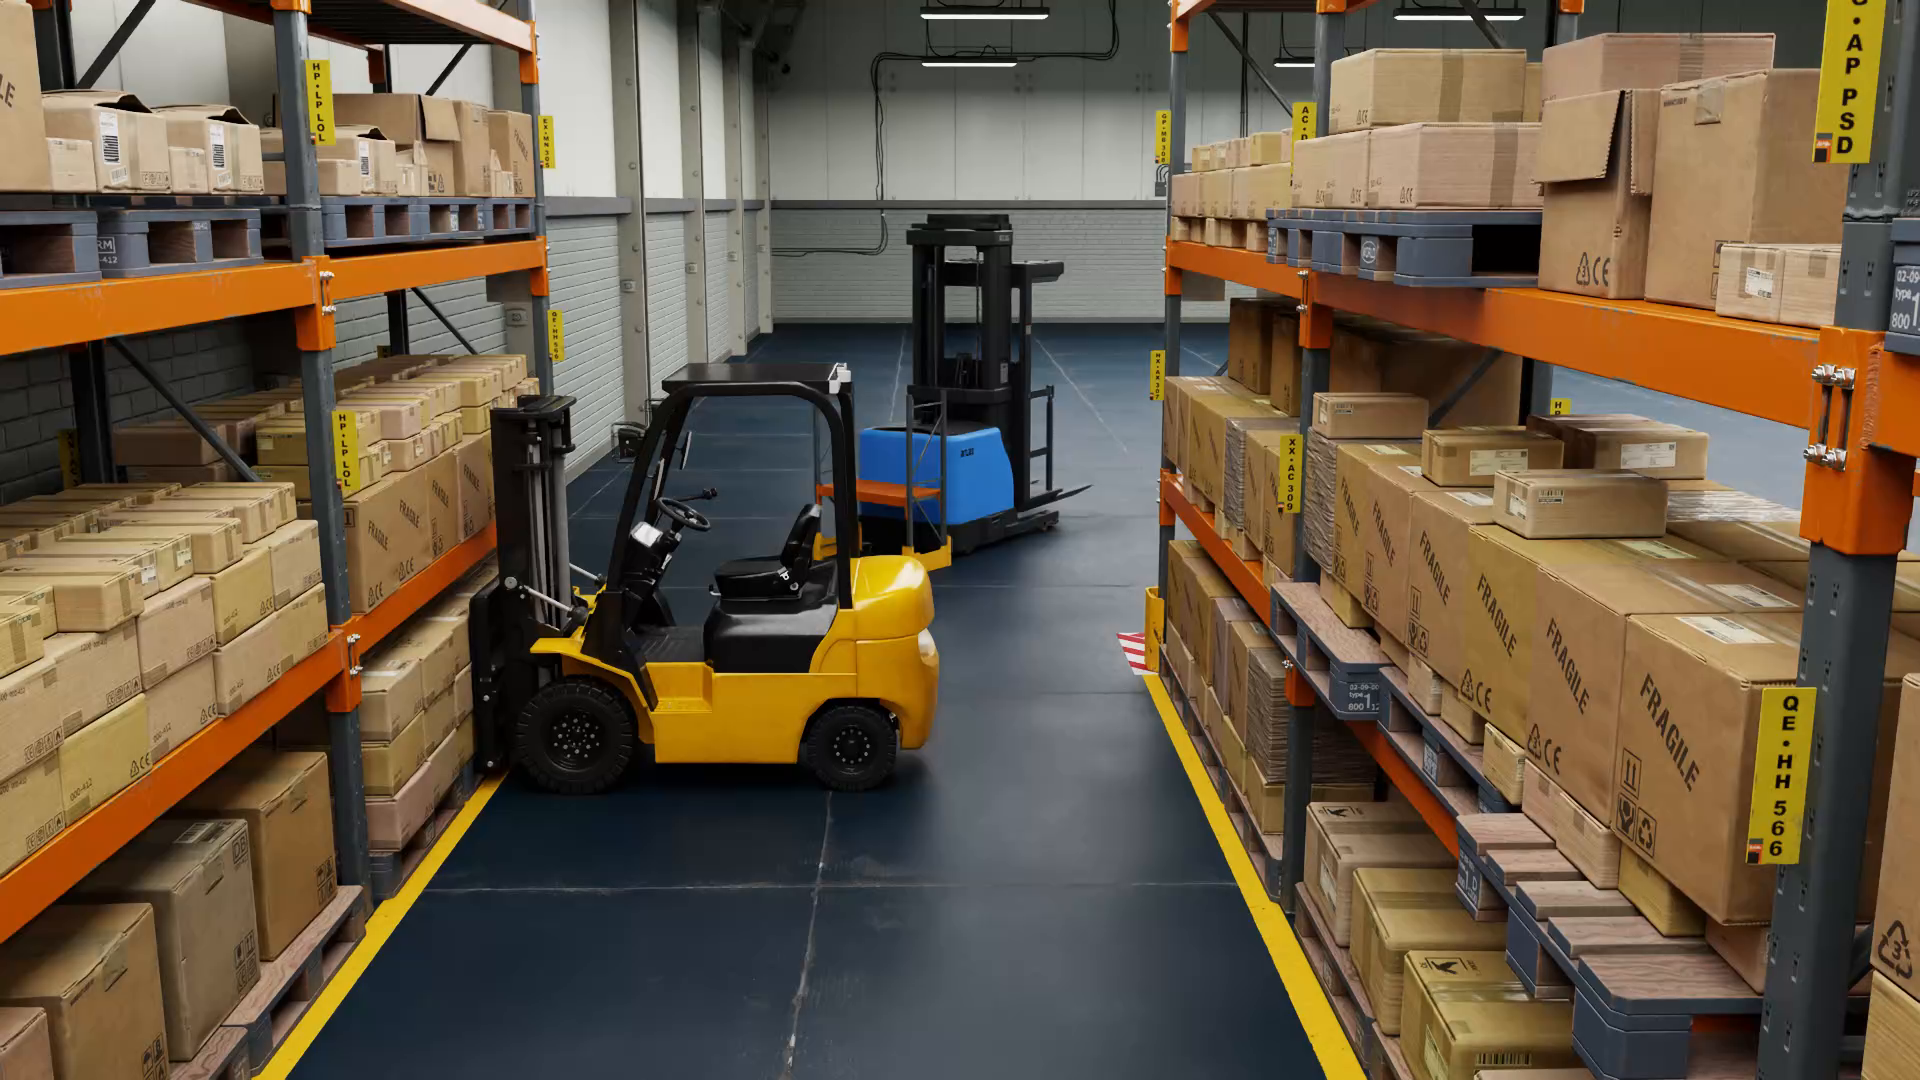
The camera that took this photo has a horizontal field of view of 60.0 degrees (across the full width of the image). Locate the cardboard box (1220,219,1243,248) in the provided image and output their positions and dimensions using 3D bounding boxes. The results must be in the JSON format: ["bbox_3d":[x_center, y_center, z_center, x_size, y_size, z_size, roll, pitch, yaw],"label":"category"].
[{"bbox_3d":[1.587,-1.618,8.771,0.380,0.149,0.250,-1,11,-3],"label":"cardboard box"}]

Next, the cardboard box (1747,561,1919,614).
[{"bbox_3d":[2.198,0.348,3.935,0.500,0.500,0.500,0,11,2],"label":"cardboard box"}]

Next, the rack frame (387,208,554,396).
[{"bbox_3d":[-3.134,-0.627,10.795,1.000,3.000,0.127,0,11,-1],"label":"rack frame"}]

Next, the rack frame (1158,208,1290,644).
[{"bbox_3d":[1.828,-0.648,10.899,1.000,3.000,0.127,0,11,-1],"label":"rack frame"}]

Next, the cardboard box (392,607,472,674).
[{"bbox_3d":[-2.770,0.522,8.477,0.500,0.250,0.500,0,11,1],"label":"cardboard box"}]

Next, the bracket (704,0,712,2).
[{"bbox_3d":[-4.029,-8.686,26.377,0.235,0.232,0.430,0,11,-1],"label":"bracket"}]

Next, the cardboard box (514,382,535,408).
[{"bbox_3d":[-2.812,-0.875,10.137,0.380,0.149,0.250,0,11,0],"label":"cardboard box"}]

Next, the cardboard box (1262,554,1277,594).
[{"bbox_3d":[1.588,0.158,7.558,0.380,0.149,0.250,0,11,0],"label":"cardboard box"}]

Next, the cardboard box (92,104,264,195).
[{"bbox_3d":[-2.793,-1.370,5.830,0.500,0.311,0.500,-1,11,-3],"label":"cardboard box"}]

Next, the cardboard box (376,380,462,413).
[{"bbox_3d":[-2.878,-0.764,8.841,0.380,0.149,0.250,0,11,0],"label":"cardboard box"}]

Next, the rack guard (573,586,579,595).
[{"bbox_3d":[-3.135,0.594,11.067,1.175,0.500,0.348,0,11,-1],"label":"rack guard"}]

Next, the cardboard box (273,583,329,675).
[{"bbox_3d":[-2.779,0.341,6.402,0.500,0.250,0.500,0,11,0],"label":"cardboard box"}]

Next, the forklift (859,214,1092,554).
[{"bbox_3d":[0.284,-1.562,15.576,1.130,2.935,3.031,7,13,30],"label":"forklift"}]

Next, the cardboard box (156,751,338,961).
[{"bbox_3d":[-3.029,1.230,6.559,0.875,0.625,0.625,0,11,1],"label":"cardboard box"}]

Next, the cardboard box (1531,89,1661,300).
[{"bbox_3d":[1.934,-0.881,4.246,0.797,0.503,0.637,0,11,-1],"label":"cardboard box"}]

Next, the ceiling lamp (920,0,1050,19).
[{"bbox_3d":[0.376,-9.689,25.696,2.000,3.185,0.800,0,11,-1],"label":"ceiling lamp"}]

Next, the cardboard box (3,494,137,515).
[{"bbox_3d":[-3.306,-0.074,6.189,0.380,0.149,0.250,-1,11,-3],"label":"cardboard box"}]

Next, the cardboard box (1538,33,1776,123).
[{"bbox_3d":[2.094,-1.383,5.040,0.500,0.250,0.500,0,11,0],"label":"cardboard box"}]

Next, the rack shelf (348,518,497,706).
[{"bbox_3d":[-3.093,0.123,8.907,1.077,0.370,4.000,0,11,-1],"label":"rack shelf"}]

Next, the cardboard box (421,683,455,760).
[{"bbox_3d":[-2.765,0.868,8.031,0.500,0.250,0.500,0,11,-1],"label":"cardboard box"}]

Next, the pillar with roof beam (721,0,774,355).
[{"bbox_3d":[-0.213,-8.213,33.101,9.100,9.000,0.548,0,11,-1],"label":"pillar with roof beam"}]

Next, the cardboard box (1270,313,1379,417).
[{"bbox_3d":[2.045,-0.931,8.779,0.700,0.500,0.500,0,11,-2],"label":"cardboard box"}]

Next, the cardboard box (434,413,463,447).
[{"bbox_3d":[-2.807,-0.570,8.634,0.380,0.149,0.250,0,11,-2],"label":"cardboard box"}]

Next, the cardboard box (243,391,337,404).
[{"bbox_3d":[-3.354,-0.661,8.334,0.380,0.149,0.250,0,11,-2],"label":"cardboard box"}]

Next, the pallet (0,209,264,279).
[{"bbox_3d":[-3.020,-1.033,5.732,0.805,0.209,1.217,-1,11,-3],"label":"pallet"}]

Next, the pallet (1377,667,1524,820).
[{"bbox_3d":[1.912,0.643,5.018,1.003,0.211,1.213,0,11,-1],"label":"pallet"}]

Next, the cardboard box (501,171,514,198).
[{"bbox_3d":[-2.813,-2.065,9.664,0.380,0.149,0.250,-1,11,-3],"label":"cardboard box"}]

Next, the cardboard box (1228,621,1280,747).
[{"bbox_3d":[1.618,0.704,8.209,0.500,0.500,0.500,0,11,0],"label":"cardboard box"}]

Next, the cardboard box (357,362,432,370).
[{"bbox_3d":[-3.349,-0.967,9.842,0.380,0.149,0.250,0,11,0],"label":"cardboard box"}]

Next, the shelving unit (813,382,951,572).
[{"bbox_3d":[-0.675,-0.541,14.146,1.083,1.500,0.587,9,14,36],"label":"shelving unit"}]

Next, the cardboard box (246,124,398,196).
[{"bbox_3d":[-2.825,-1.679,7.355,0.500,0.311,0.500,0,11,0],"label":"cardboard box"}]

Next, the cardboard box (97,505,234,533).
[{"bbox_3d":[-2.846,-0.031,5.978,0.380,0.149,0.250,0,11,-1],"label":"cardboard box"}]

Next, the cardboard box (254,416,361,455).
[{"bbox_3d":[-2.875,-0.460,7.344,0.380,0.149,0.250,0,11,0],"label":"cardboard box"}]

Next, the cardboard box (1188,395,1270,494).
[{"bbox_3d":[1.587,-0.543,9.383,0.500,0.500,0.500,0,11,-2],"label":"cardboard box"}]

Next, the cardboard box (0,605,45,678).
[{"bbox_3d":[-2.718,0.276,4.465,0.380,0.149,0.250,0,11,0],"label":"cardboard box"}]

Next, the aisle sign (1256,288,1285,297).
[{"bbox_3d":[2.117,-1.935,10.707,0.394,0.787,0.004,0,11,-1],"label":"aisle sign"}]

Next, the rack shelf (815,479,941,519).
[{"bbox_3d":[-0.683,-0.366,14.187,1.000,0.185,0.538,9,14,36],"label":"rack shelf"}]

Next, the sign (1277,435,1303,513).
[{"bbox_3d":[1.369,-0.273,6.875,0.100,0.325,0.005,0,11,-1],"label":"sign"}]

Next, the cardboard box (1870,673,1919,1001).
[{"bbox_3d":[1.759,0.502,2.463,0.500,0.500,0.500,-1,11,-3],"label":"cardboard box"}]

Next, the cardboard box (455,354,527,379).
[{"bbox_3d":[-2.916,-1.069,10.344,0.380,0.149,0.250,0,11,-1],"label":"cardboard box"}]

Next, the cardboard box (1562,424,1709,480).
[{"bbox_3d":[2.203,-0.289,5.443,0.380,0.149,0.250,-1,11,-4],"label":"cardboard box"}]

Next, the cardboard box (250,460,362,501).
[{"bbox_3d":[-2.795,-0.263,7.119,0.380,0.149,0.250,0,11,-2],"label":"cardboard box"}]

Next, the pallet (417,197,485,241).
[{"bbox_3d":[-3.117,-1.670,8.614,1.003,0.211,1.213,0,11,-1],"label":"pallet"}]

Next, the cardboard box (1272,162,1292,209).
[{"bbox_3d":[1.633,-1.482,7.096,0.500,0.250,0.500,0,11,-2],"label":"cardboard box"}]

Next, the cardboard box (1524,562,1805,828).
[{"bbox_3d":[1.685,0.350,3.925,0.500,0.500,0.500,0,11,-2],"label":"cardboard box"}]

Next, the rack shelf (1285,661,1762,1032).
[{"bbox_3d":[1.952,0.897,5.092,1.077,0.370,4.000,0,11,-1],"label":"rack shelf"}]

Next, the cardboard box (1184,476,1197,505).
[{"bbox_3d":[1.532,-0.303,9.829,0.380,0.149,0.250,0,11,0],"label":"cardboard box"}]

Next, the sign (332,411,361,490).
[{"bbox_3d":[-2.509,-0.364,6.789,0.100,0.325,0.005,0,11,-1],"label":"sign"}]

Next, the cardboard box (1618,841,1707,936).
[{"bbox_3d":[1.674,0.743,3.621,0.380,0.149,0.250,0,11,0],"label":"cardboard box"}]

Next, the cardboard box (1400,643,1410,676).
[{"bbox_3d":[1.652,0.382,5.399,0.380,0.149,0.250,0,11,-1],"label":"cardboard box"}]

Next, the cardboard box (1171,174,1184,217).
[{"bbox_3d":[1.572,-2.089,10.088,0.500,0.250,0.500,0,11,-2],"label":"cardboard box"}]

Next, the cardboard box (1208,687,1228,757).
[{"bbox_3d":[1.603,0.966,8.805,0.500,0.250,0.500,0,11,0],"label":"cardboard box"}]

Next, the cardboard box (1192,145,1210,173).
[{"bbox_3d":[1.527,-2.164,9.454,0.380,0.149,0.250,0,11,-1],"label":"cardboard box"}]
